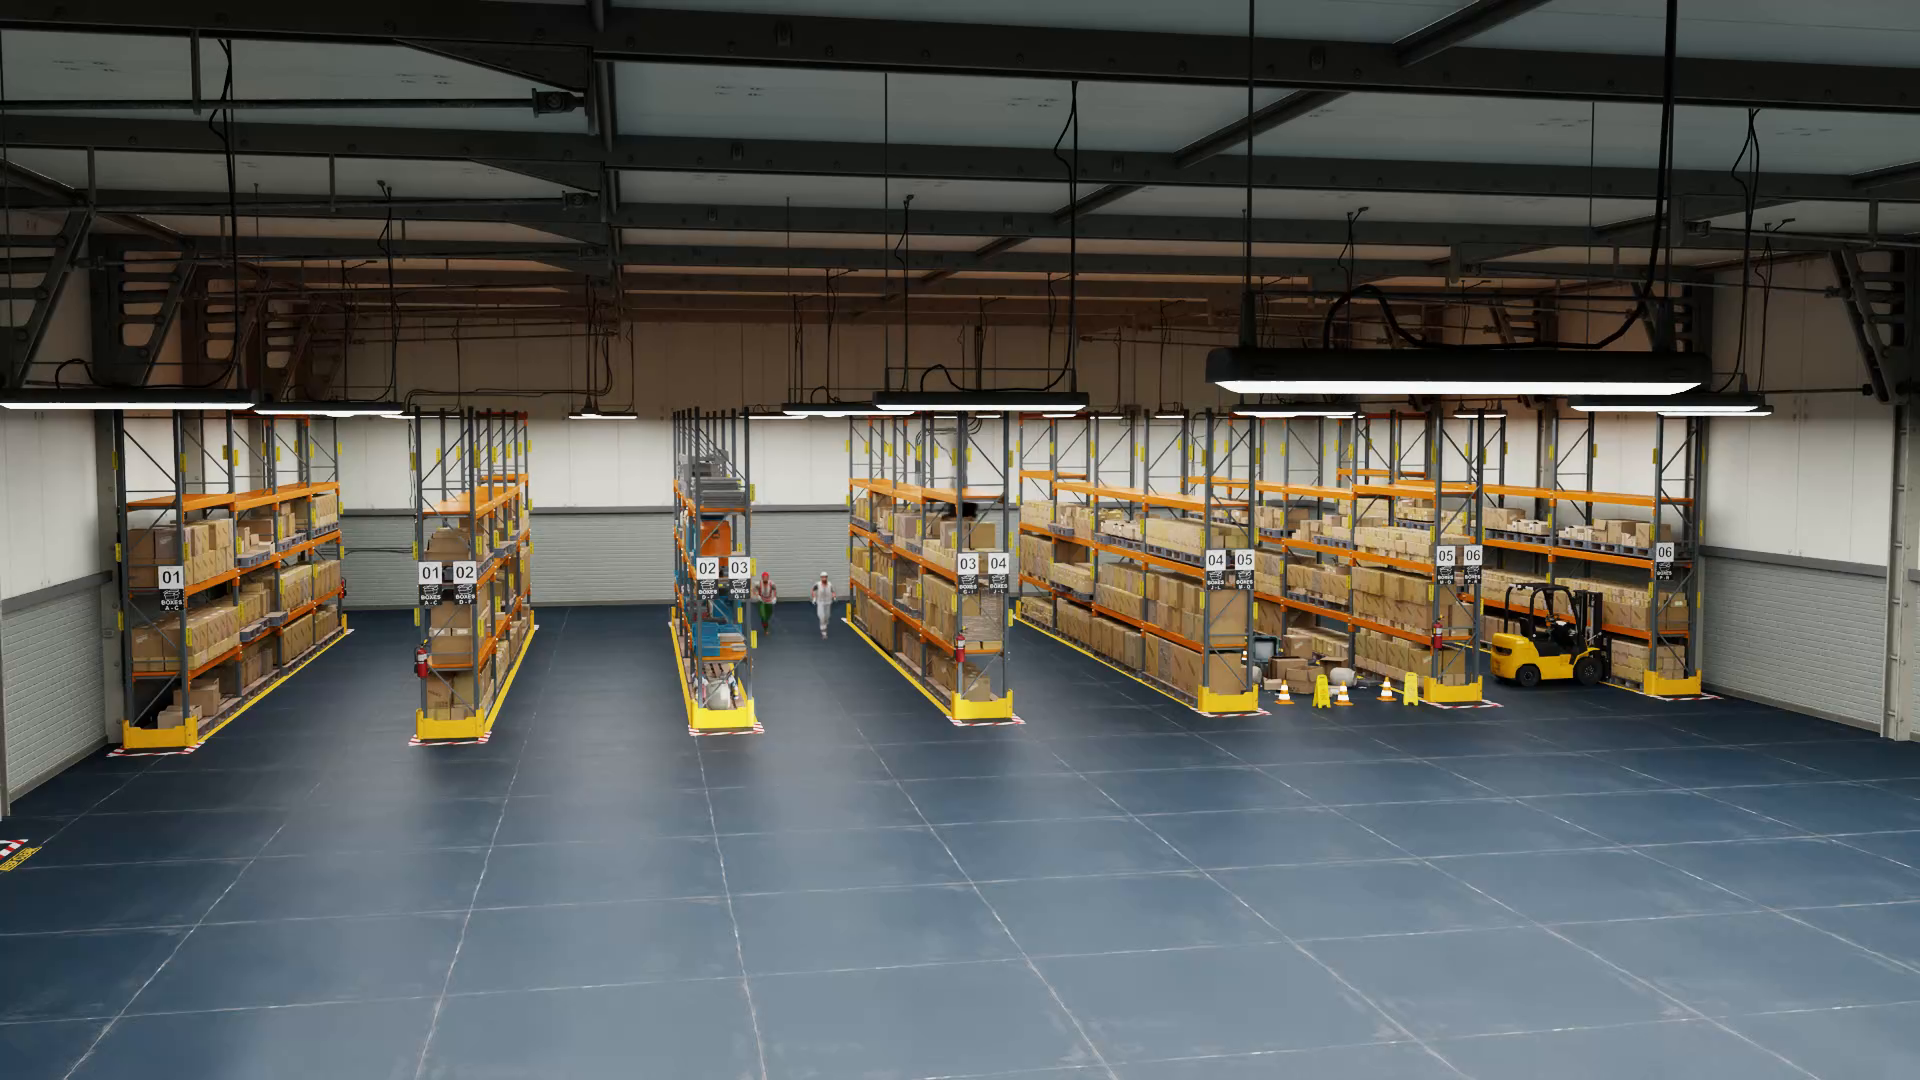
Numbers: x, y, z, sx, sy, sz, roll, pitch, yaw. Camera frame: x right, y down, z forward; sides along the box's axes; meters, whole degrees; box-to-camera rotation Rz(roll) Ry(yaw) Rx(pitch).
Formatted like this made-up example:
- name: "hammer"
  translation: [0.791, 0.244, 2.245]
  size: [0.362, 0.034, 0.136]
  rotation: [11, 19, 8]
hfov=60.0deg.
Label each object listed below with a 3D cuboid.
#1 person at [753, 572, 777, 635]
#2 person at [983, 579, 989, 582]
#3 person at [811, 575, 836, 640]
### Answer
- name: "person"
  translation: [-5.259, 1.702, 44.818]
  size: [0.655, 1.710, 0.789]
  rotation: [-1, 4, -10]
- name: "person"
  translation: [0.568, 1.400, 48.755]
  size: [0.858, 1.803, 0.755]
  rotation: [-4, 6, -43]
- name: "person"
  translation: [-3.612, 1.739, 43.992]
  size: [0.631, 1.731, 0.954]
  rotation: [-1, 4, -14]
